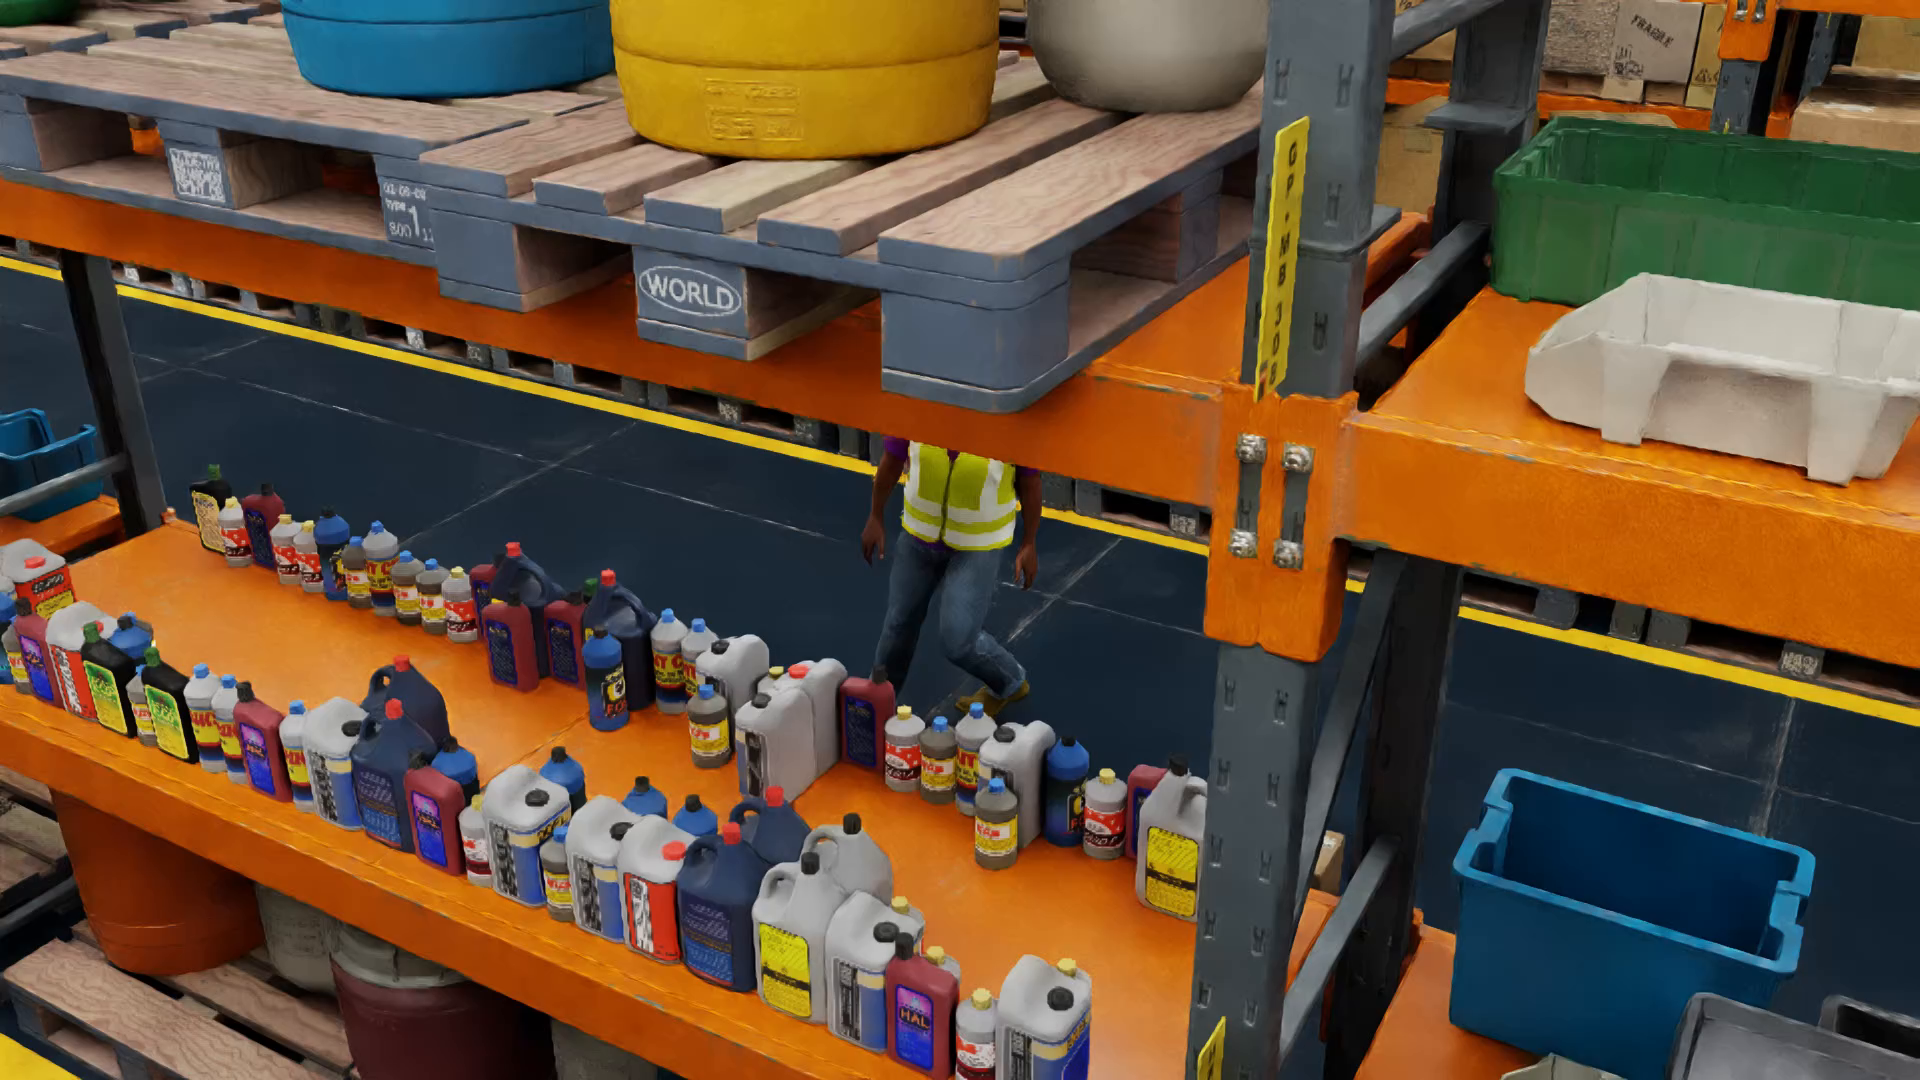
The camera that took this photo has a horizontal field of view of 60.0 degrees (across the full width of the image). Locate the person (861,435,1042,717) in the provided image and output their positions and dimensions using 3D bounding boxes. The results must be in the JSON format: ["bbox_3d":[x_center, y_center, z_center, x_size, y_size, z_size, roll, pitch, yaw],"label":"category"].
[{"bbox_3d":[-0.065,-0.021,6.150,0.684,1.733,0.523,11,28,21],"label":"person"}]
